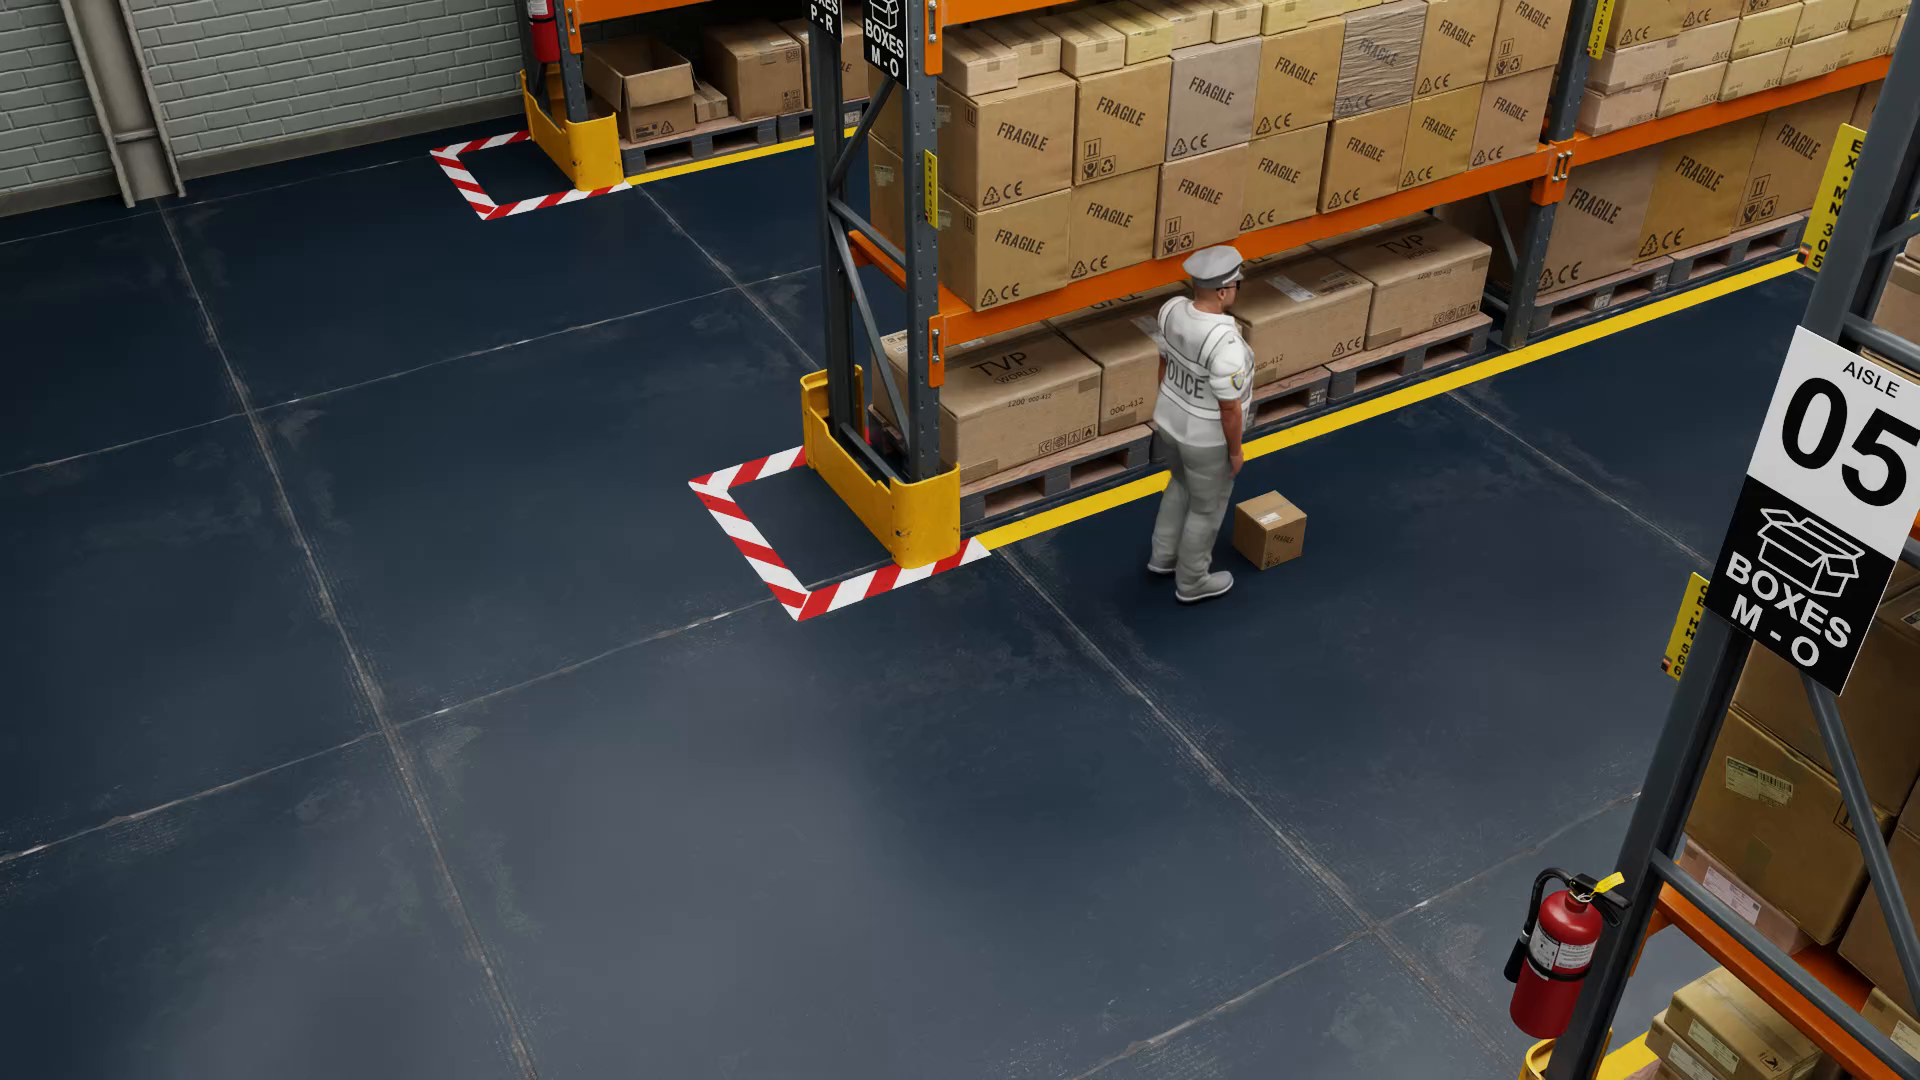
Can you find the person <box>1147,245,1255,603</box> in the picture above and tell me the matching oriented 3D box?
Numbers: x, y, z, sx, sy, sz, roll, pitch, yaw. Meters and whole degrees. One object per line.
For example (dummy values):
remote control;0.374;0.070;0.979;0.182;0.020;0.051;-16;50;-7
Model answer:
person;1.103;-0.493;7.609;0.394;1.814;0.559;-19;40;-23
